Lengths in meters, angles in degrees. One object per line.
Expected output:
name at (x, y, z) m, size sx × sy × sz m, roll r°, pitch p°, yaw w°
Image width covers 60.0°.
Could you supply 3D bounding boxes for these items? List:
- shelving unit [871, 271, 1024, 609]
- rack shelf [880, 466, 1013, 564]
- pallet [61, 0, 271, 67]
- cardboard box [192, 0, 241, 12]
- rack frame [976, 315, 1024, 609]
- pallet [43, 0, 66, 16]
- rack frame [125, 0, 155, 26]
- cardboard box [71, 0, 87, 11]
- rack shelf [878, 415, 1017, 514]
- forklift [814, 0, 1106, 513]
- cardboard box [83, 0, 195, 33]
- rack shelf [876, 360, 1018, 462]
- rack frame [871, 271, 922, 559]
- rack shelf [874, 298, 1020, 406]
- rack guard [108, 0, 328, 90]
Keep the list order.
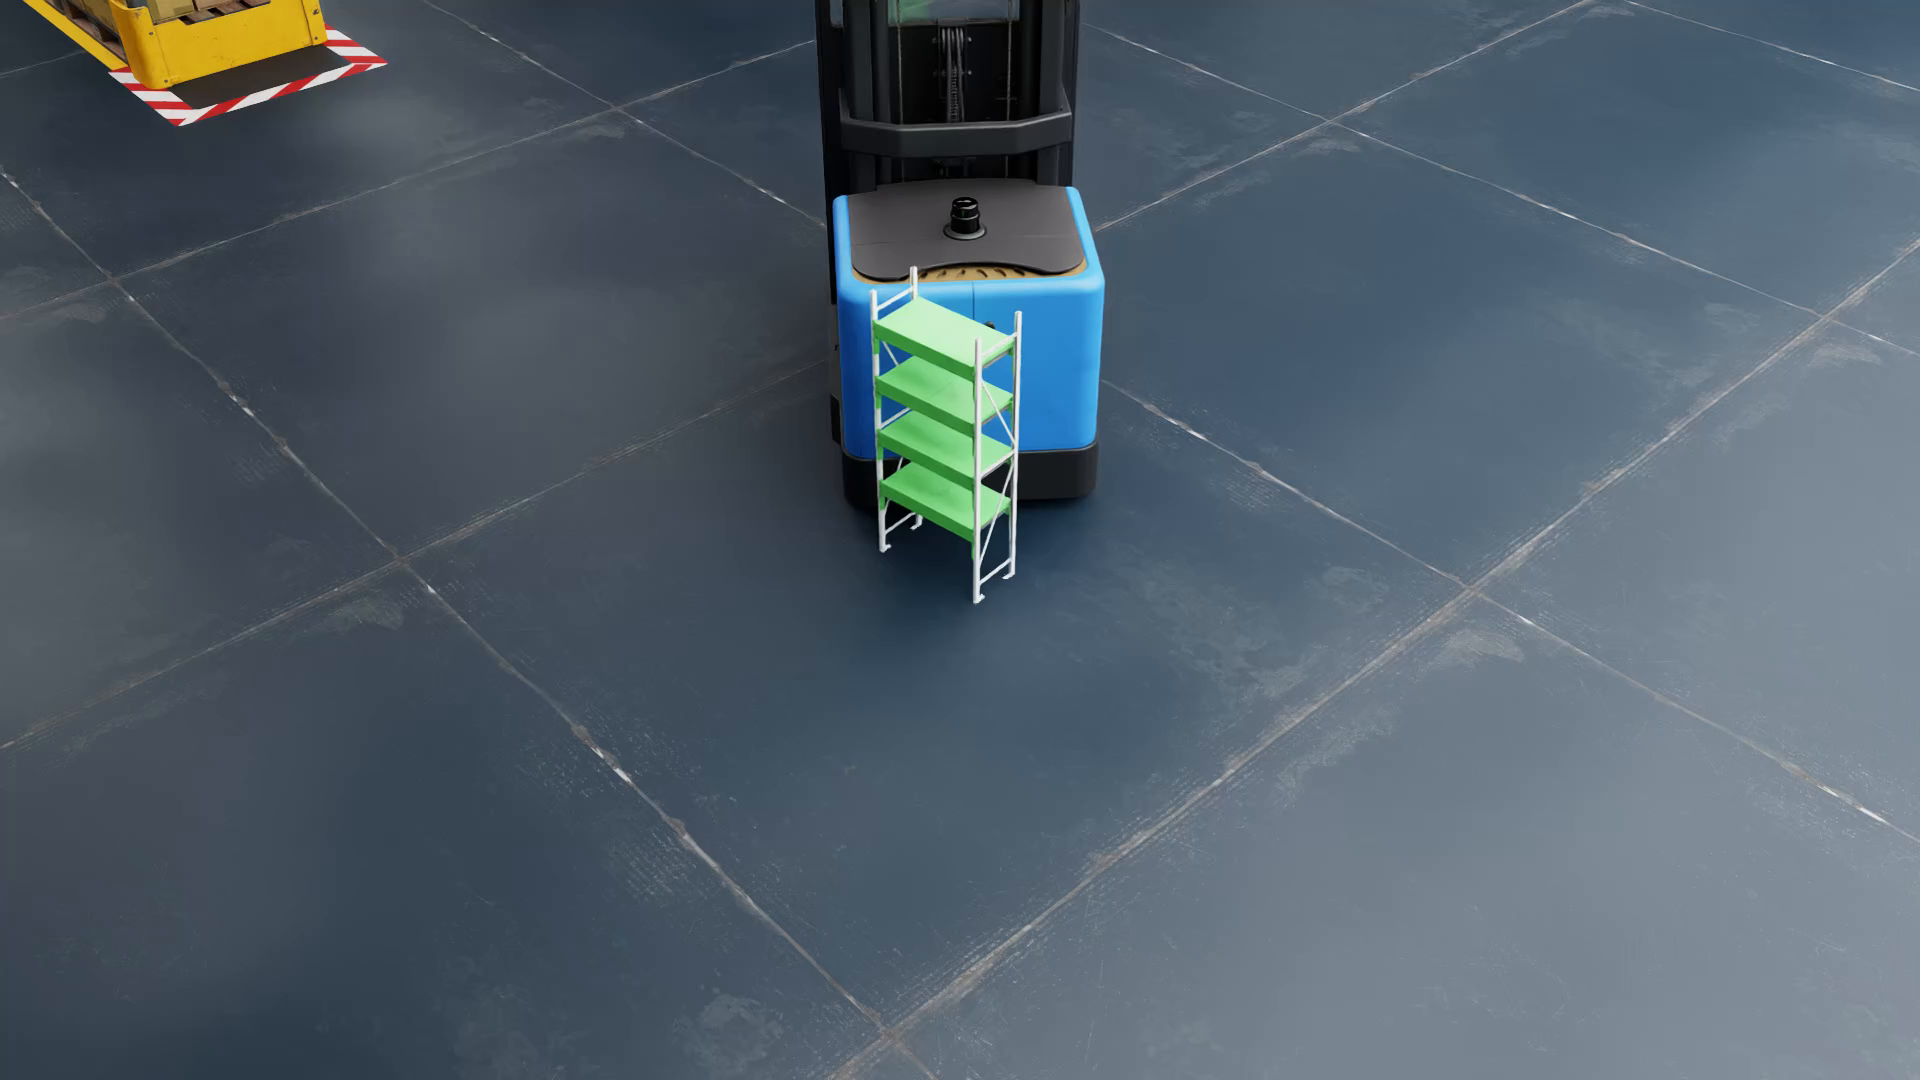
shelving unit at (-0.046, -0.357, 6.237) m, size 0.503 × 1.200 × 0.258 m, roll 27°, pitch 46°, yaw 29°
rack shelf at (-0.046, -0.120, 6.428) m, size 0.480 × 0.148 × 0.258 m, roll 27°, pitch 46°, yaw 29°
pallet at (-5.173, -3.489, 10.902) m, size 1.003 × 0.211 × 1.213 m, roll -30°, pitch 48°, yaw -32°
cardboard box at (-4.824, -3.675, 10.767) m, size 0.500 × 0.250 × 0.500 m, roll -30°, pitch 48°, yaw -32°
rack frame at (0.144, -0.260, 6.117) m, size 0.015 × 1.200 × 0.240 m, roll 27°, pitch 46°, yaw 29°
pallet at (-5.994, -4.054, 11.601) m, size 1.003 × 0.211 × 1.213 m, roll -30°, pitch 48°, yaw -32°
rack frame at (-4.625, -4.238, 9.610) m, size 1.000 × 3.000 × 0.127 m, roll -30°, pitch 48°, yaw -32°
cardboard box at (-5.553, -3.681, 10.774) m, size 0.500 × 0.250 × 0.500 m, roll -30°, pitch 48°, yaw -32°
rack shelf at (-0.046, -0.307, 6.277) m, size 0.480 × 0.148 × 0.258 m, roll 27°, pitch 46°, yaw 29°
forklift at (-0.070, -2.164, 7.097) m, size 1.130 × 2.935 × 3.031 m, roll -3°, pitch 39°, yaw -4°
cardboard box at (-5.206, -3.454, 10.494) m, size 0.500 × 0.250 × 0.500 m, roll -30°, pitch 48°, yaw -32°
rack shelf at (-0.046, -0.494, 6.126) m, size 0.480 × 0.148 × 0.258 m, roll 27°, pitch 46°, yaw 29°
rack frame at (-0.235, -0.453, 6.356) m, size 0.015 × 1.200 × 0.240 m, roll 27°, pitch 46°, yaw 29°
rack shelf at (-0.046, -0.680, 5.975) m, size 0.480 × 0.148 × 0.258 m, roll 27°, pitch 46°, yaw 29°
rack guard at (-4.609, -3.255, 10.382) m, size 1.175 × 0.500 × 0.348 m, roll -30°, pitch 48°, yaw -32°
